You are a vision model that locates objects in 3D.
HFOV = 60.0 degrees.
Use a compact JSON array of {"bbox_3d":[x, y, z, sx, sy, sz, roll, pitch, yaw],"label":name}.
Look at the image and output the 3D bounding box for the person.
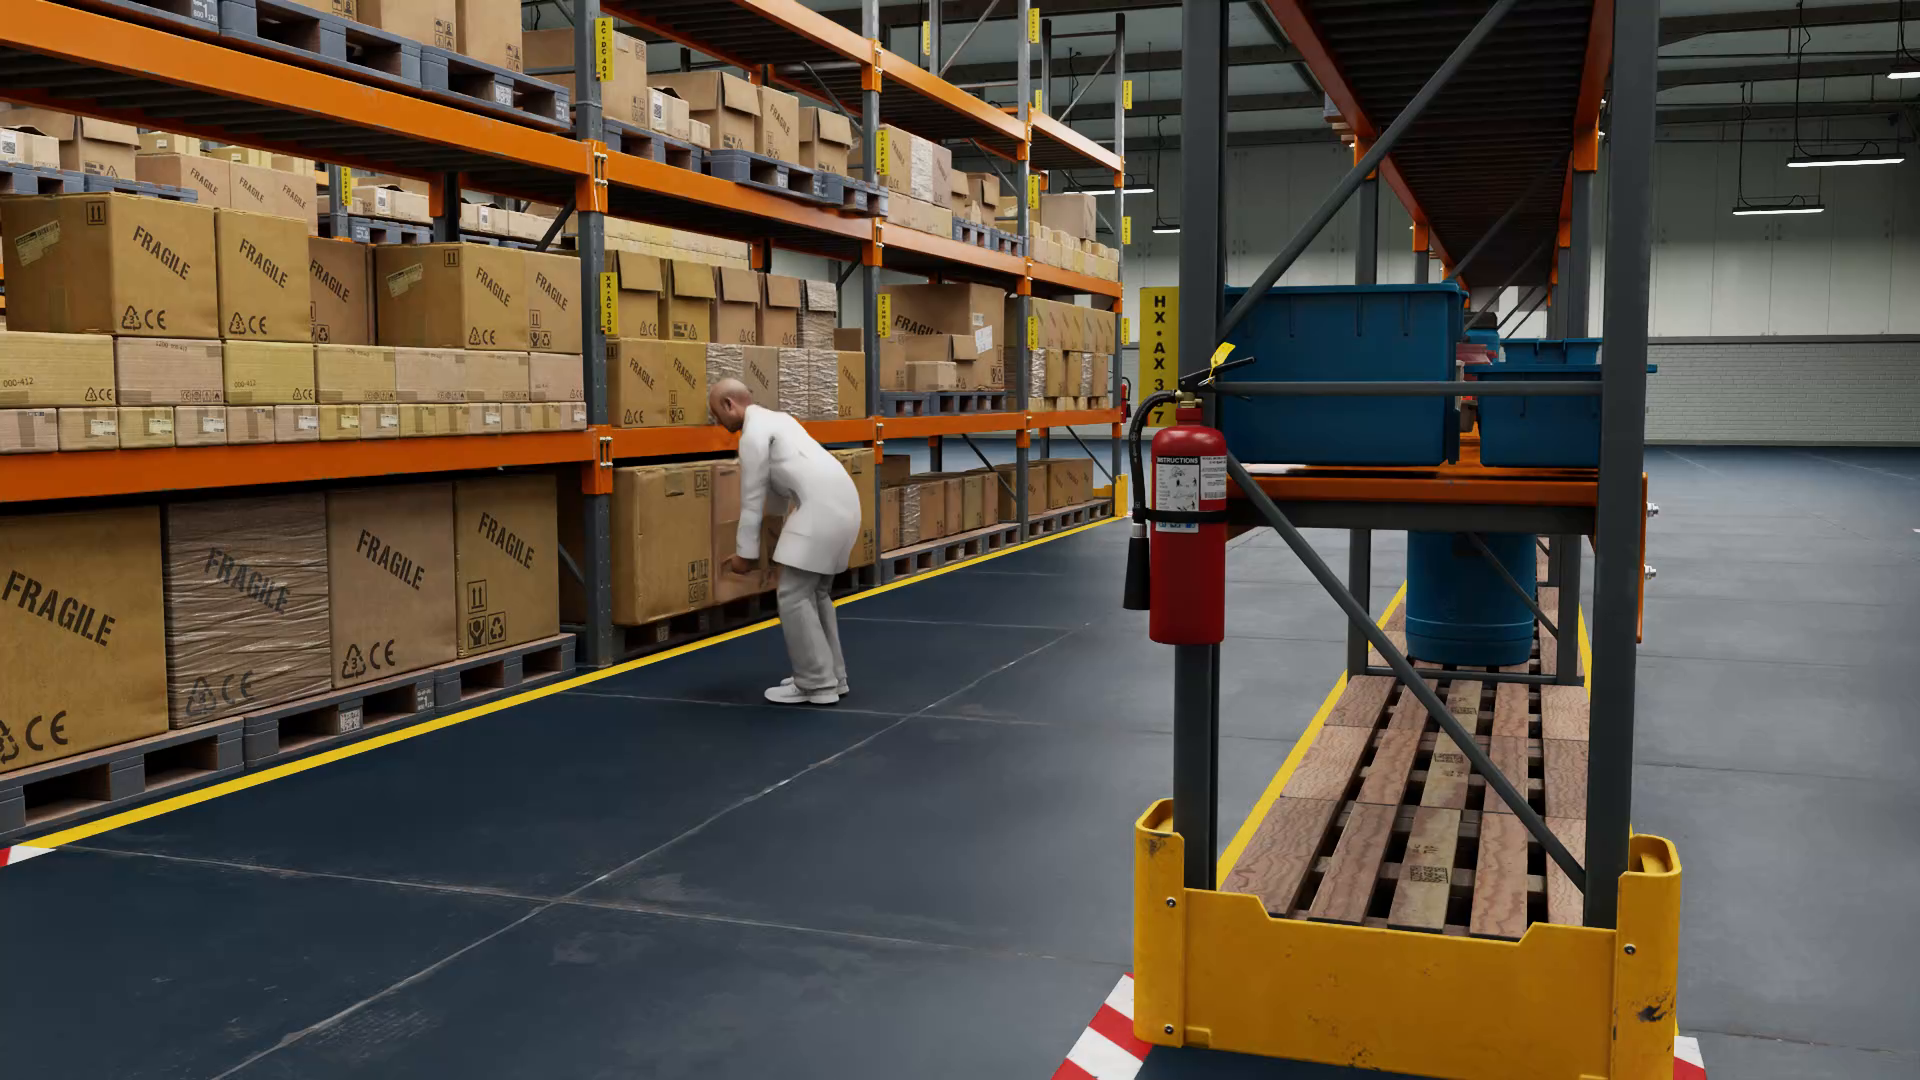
[{"bbox_3d":[-0.864,0.001,8.166,0.759,1.564,0.542,2,5,17],"label":"person"}]
